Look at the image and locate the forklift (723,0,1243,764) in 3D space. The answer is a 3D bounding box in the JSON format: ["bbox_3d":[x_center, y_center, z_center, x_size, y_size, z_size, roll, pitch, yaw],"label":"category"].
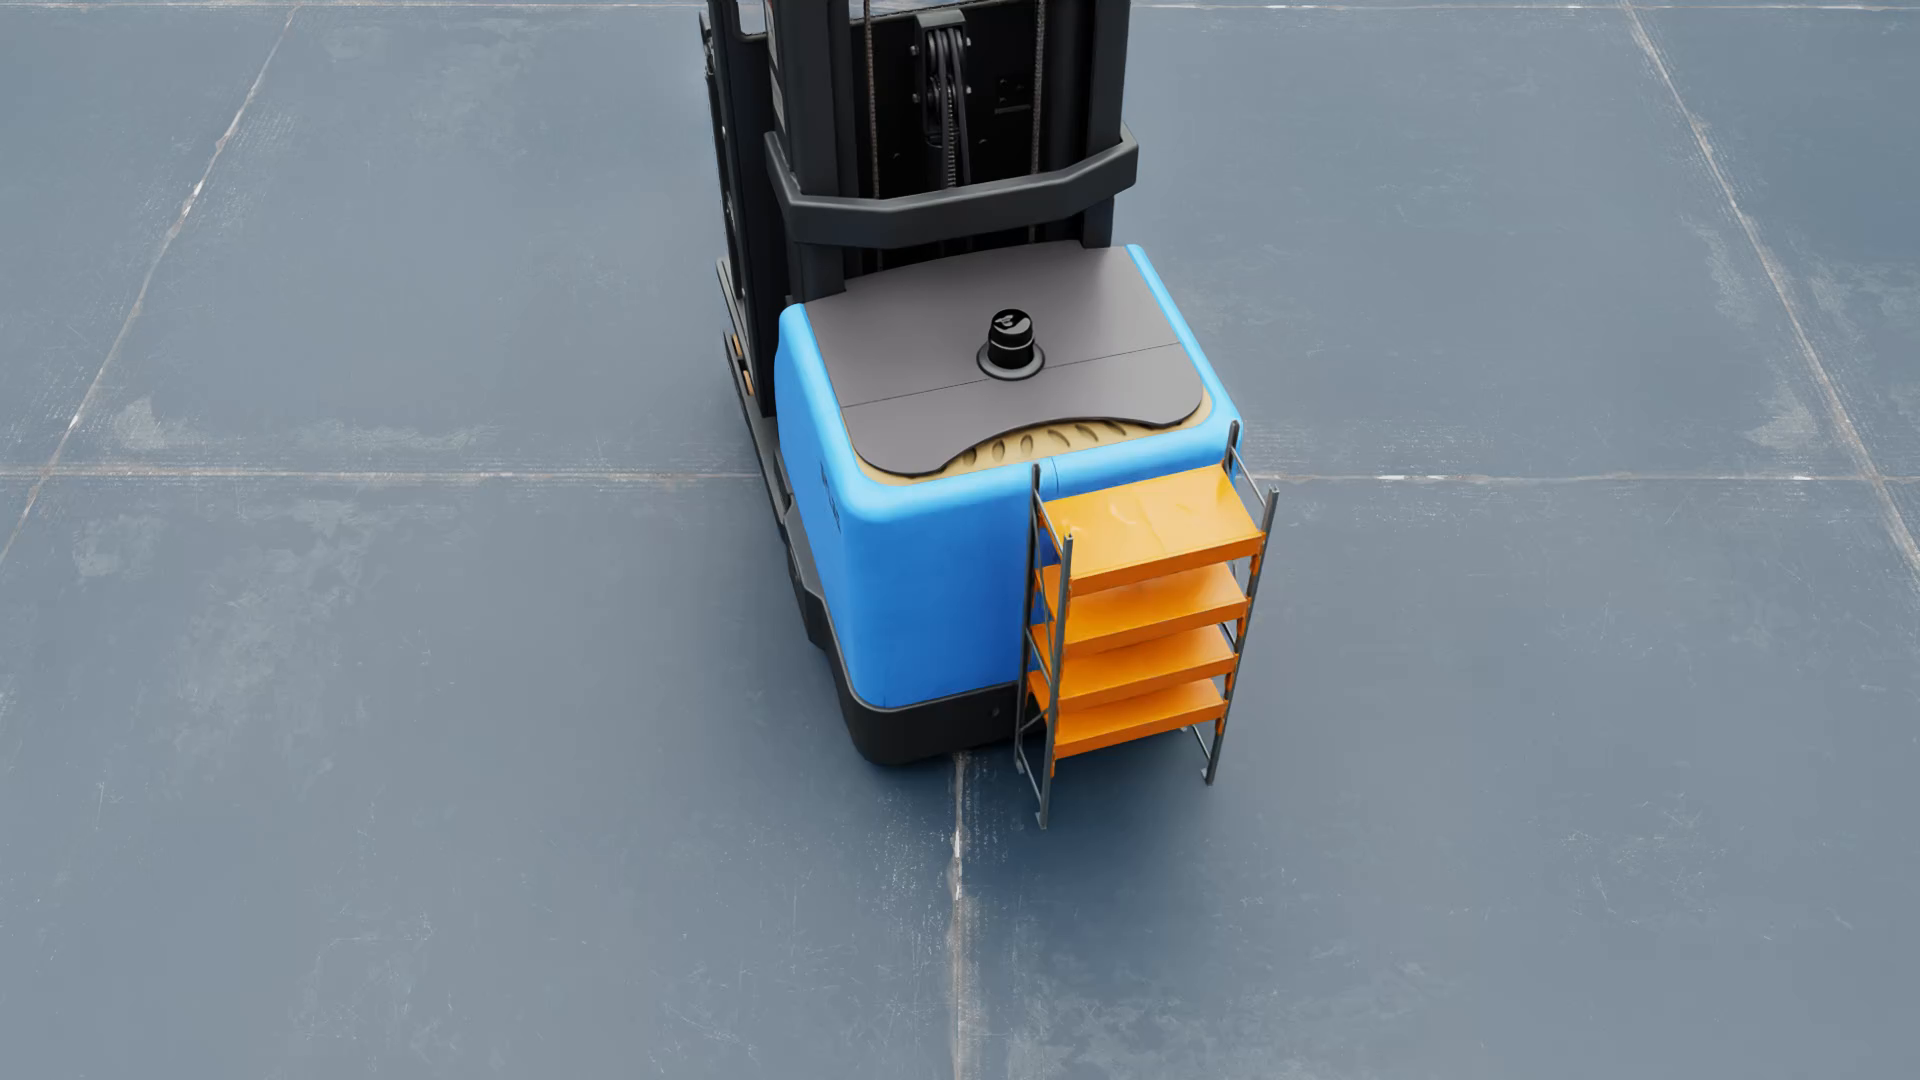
[{"bbox_3d":[-0.030,-1.078,4.294,1.129,2.867,1.939,-12,48,-11],"label":"forklift"}]

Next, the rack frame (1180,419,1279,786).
[{"bbox_3d":[0.665,0.201,4.237,0.015,1.200,0.240,-13,50,-12],"label":"rack frame"}]

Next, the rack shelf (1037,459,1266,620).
[{"bbox_3d":[0.436,-0.005,3.892,0.480,0.148,0.258,-13,50,-12],"label":"rack shelf"}]

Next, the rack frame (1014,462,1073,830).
[{"bbox_3d":[0.199,0.306,4.139,0.015,1.200,0.240,-13,50,-12],"label":"rack frame"}]

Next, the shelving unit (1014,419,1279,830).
[{"bbox_3d":[0.432,0.253,4.188,0.503,1.200,0.258,-13,50,-12],"label":"shelving unit"}]

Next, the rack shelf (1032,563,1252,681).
[{"bbox_3d":[0.434,0.151,4.070,0.480,0.148,0.258,-13,50,-12],"label":"rack shelf"}]

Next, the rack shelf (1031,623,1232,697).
[{"bbox_3d":[0.432,0.272,4.210,0.457,0.050,0.221,-13,50,-12],"label":"rack shelf"}]

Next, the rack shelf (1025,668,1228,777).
[{"bbox_3d":[0.429,0.428,4.389,0.480,0.148,0.258,-13,50,-12],"label":"rack shelf"}]
